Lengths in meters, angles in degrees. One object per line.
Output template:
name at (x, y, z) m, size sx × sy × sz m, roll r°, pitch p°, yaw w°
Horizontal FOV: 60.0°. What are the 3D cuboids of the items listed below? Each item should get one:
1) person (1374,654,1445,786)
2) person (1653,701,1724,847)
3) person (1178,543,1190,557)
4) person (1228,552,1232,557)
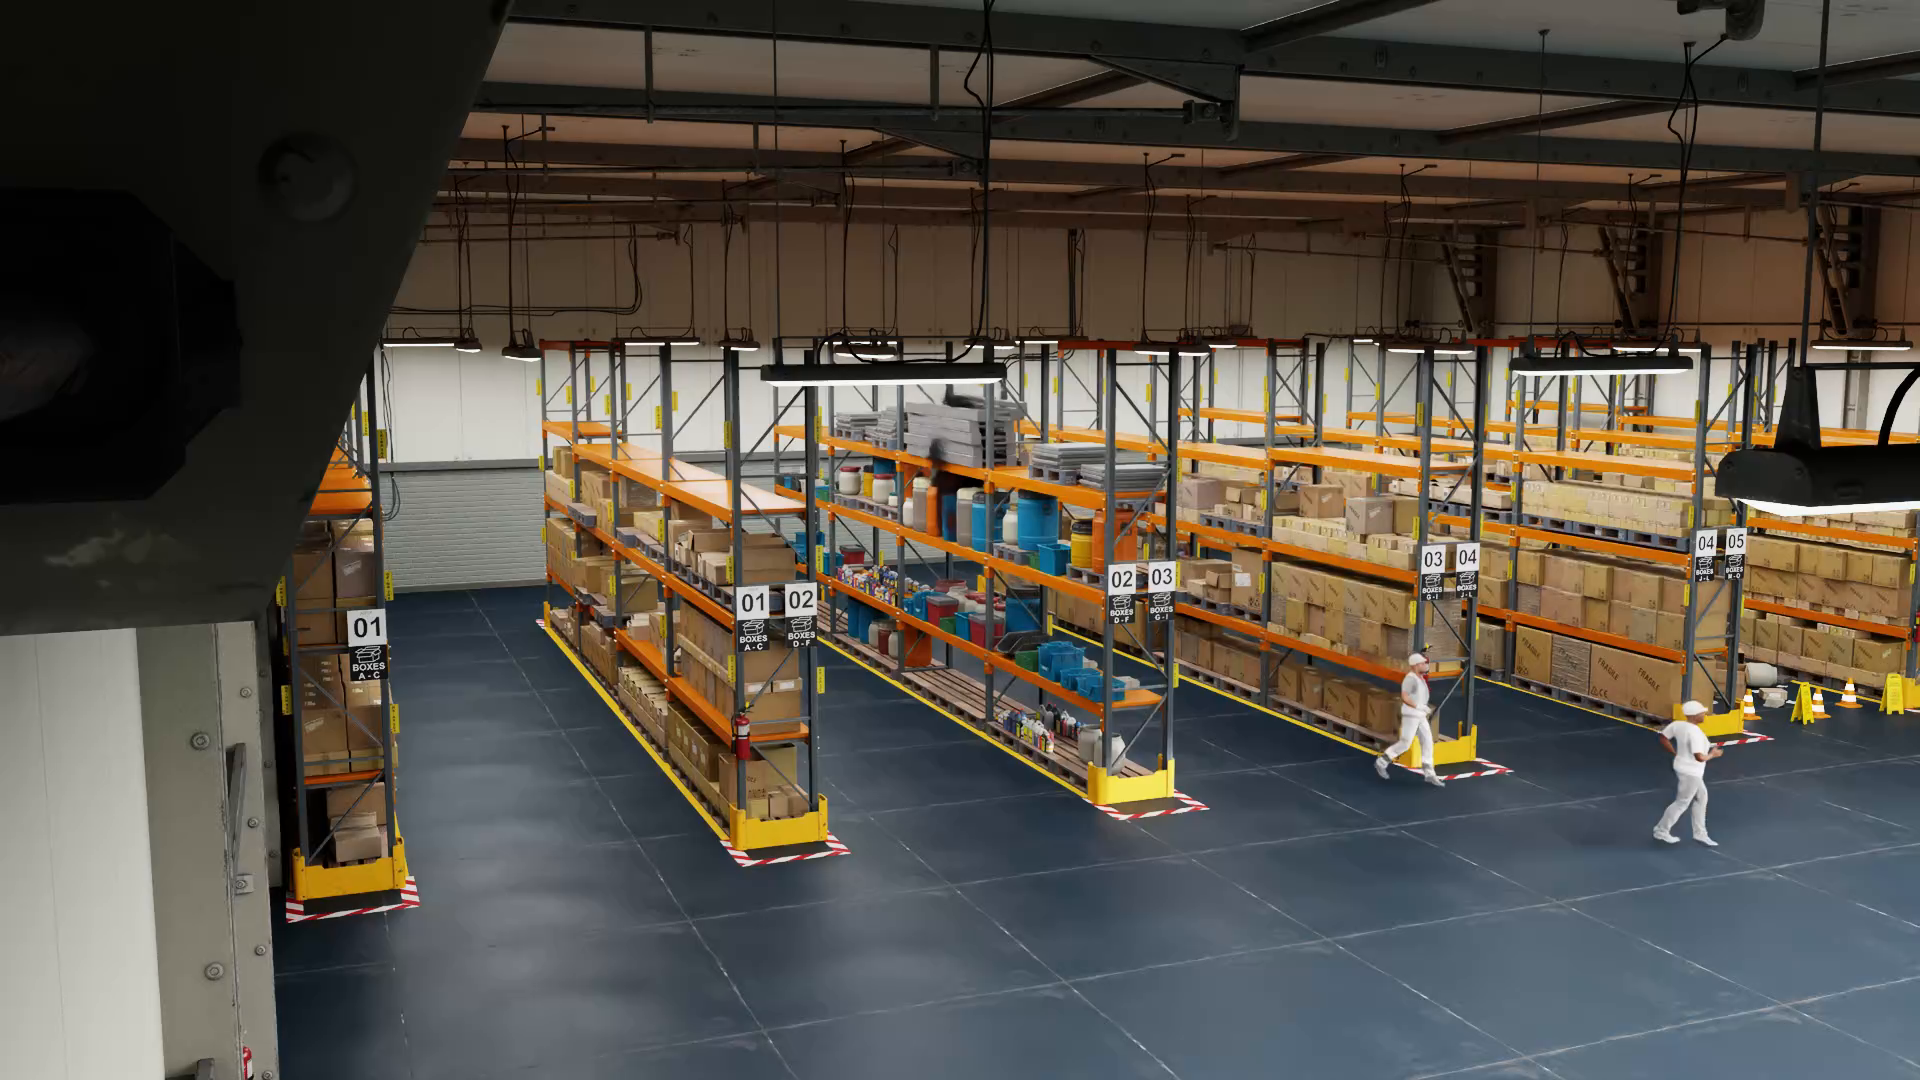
person at (6.325, 2.457, 22.992) m, size 0.944 × 1.764 × 0.718 m, roll 5°, pitch 9°, yaw 36°
person at (8.820, 2.834, 20.109) m, size 0.785 × 1.805 × 0.692 m, roll 1°, pitch 7°, yaw 7°
person at (5.071, 0.768, 37.340) m, size 0.556 × 1.448 × 0.793 m, roll -2°, pitch 8°, yaw -17°
person at (7.050, 0.057, 42.392) m, size 0.572 × 1.570 × 0.528 m, roll -3°, pitch 8°, yaw -20°
